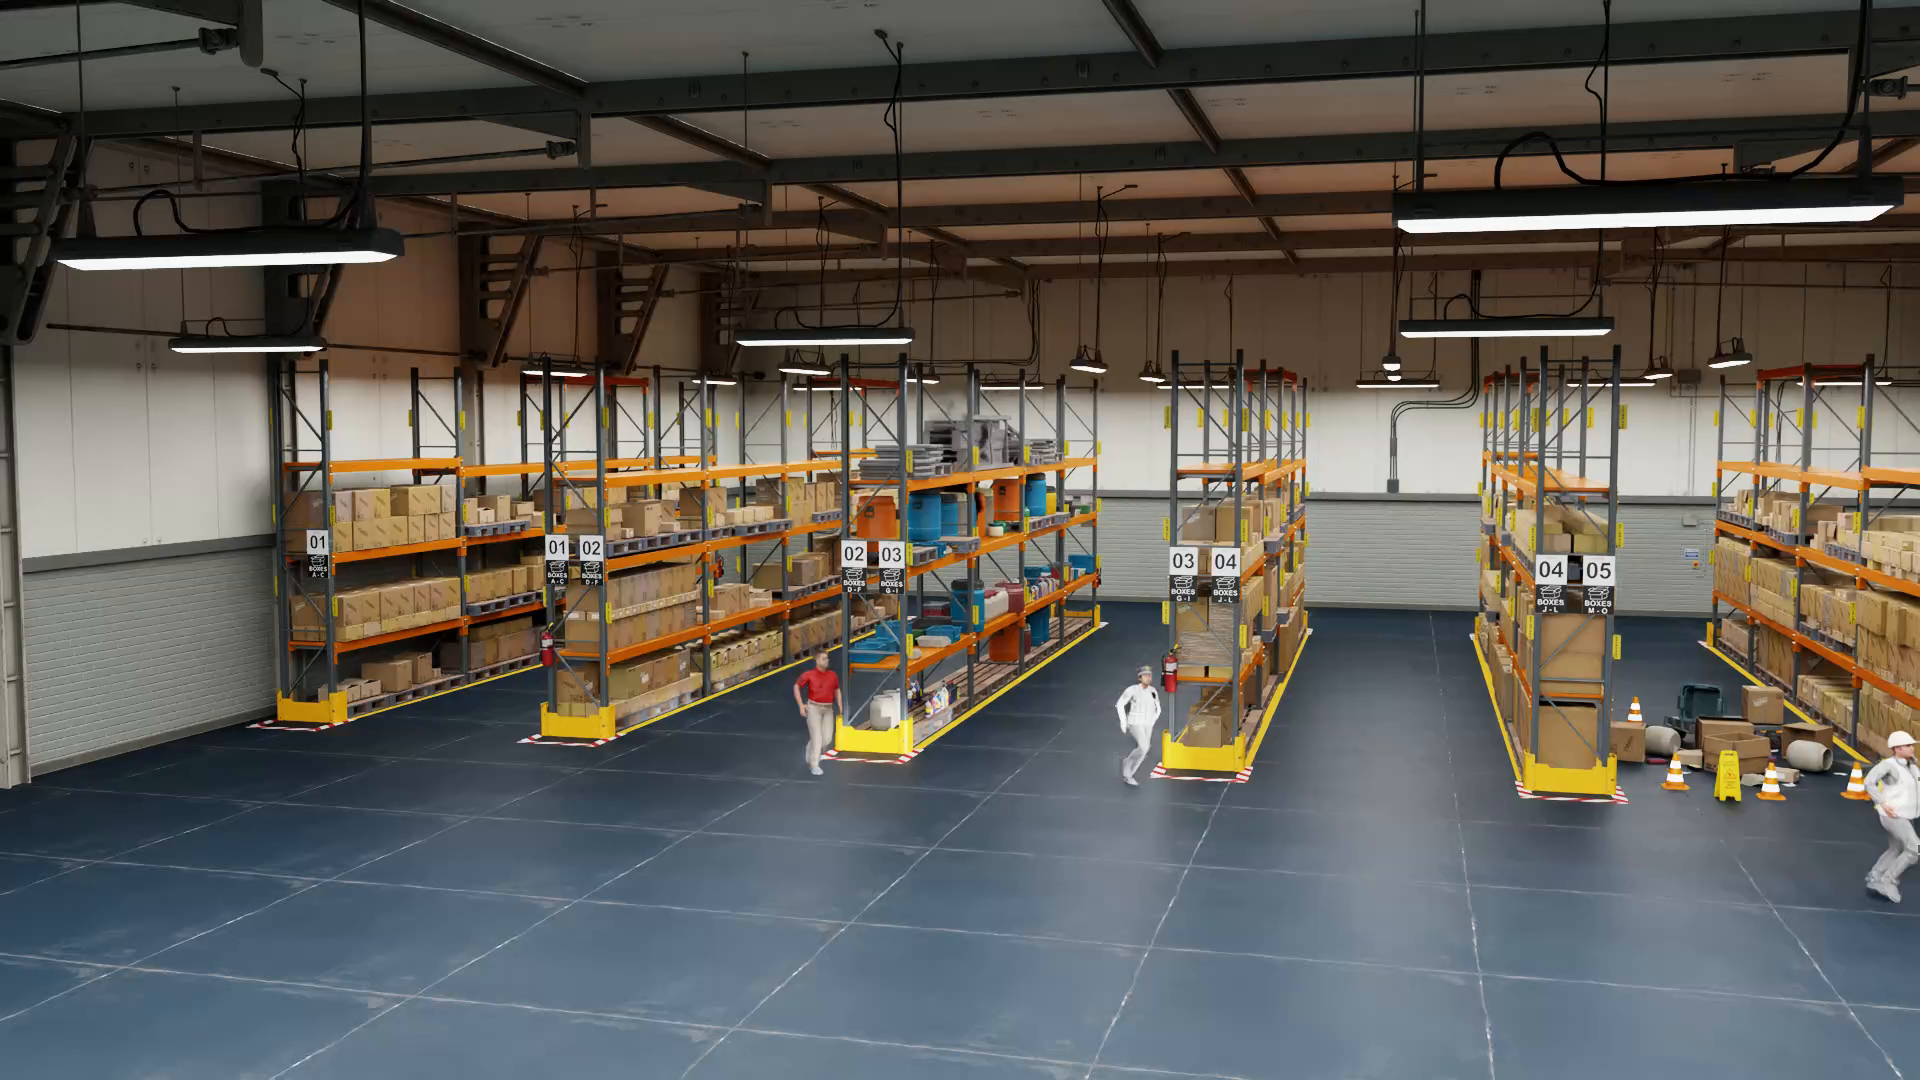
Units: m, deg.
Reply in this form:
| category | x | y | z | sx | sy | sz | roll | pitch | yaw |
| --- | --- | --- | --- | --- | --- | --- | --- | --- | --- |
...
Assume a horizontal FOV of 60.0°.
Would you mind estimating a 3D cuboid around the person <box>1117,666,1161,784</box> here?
| category | x | y | z | sx | sy | sz | roll | pitch | yaw |
| --- | --- | --- | --- | --- | --- | --- | --- | --- | --- |
| person | 2.519 | 2.539 | 22.798 | 0.596 | 1.626 | 0.532 | -2 | 5 | -25 |

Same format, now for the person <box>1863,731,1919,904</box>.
| category | x | y | z | sx | sy | sz | roll | pitch | yaw |
| --- | --- | --- | --- | --- | --- | --- | --- | --- | --- |
| person | 9.807 | 2.884 | 17.314 | 0.633 | 1.779 | 0.712 | -3 | 5 | -35 |

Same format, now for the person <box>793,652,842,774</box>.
| category | x | y | z | sx | sy | sz | roll | pitch | yaw |
| --- | --- | --- | --- | --- | --- | --- | --- | --- | --- |
| person | -2.008 | 2.466 | 23.845 | 0.717 | 1.694 | 0.648 | -2 | 5 | -30 |
